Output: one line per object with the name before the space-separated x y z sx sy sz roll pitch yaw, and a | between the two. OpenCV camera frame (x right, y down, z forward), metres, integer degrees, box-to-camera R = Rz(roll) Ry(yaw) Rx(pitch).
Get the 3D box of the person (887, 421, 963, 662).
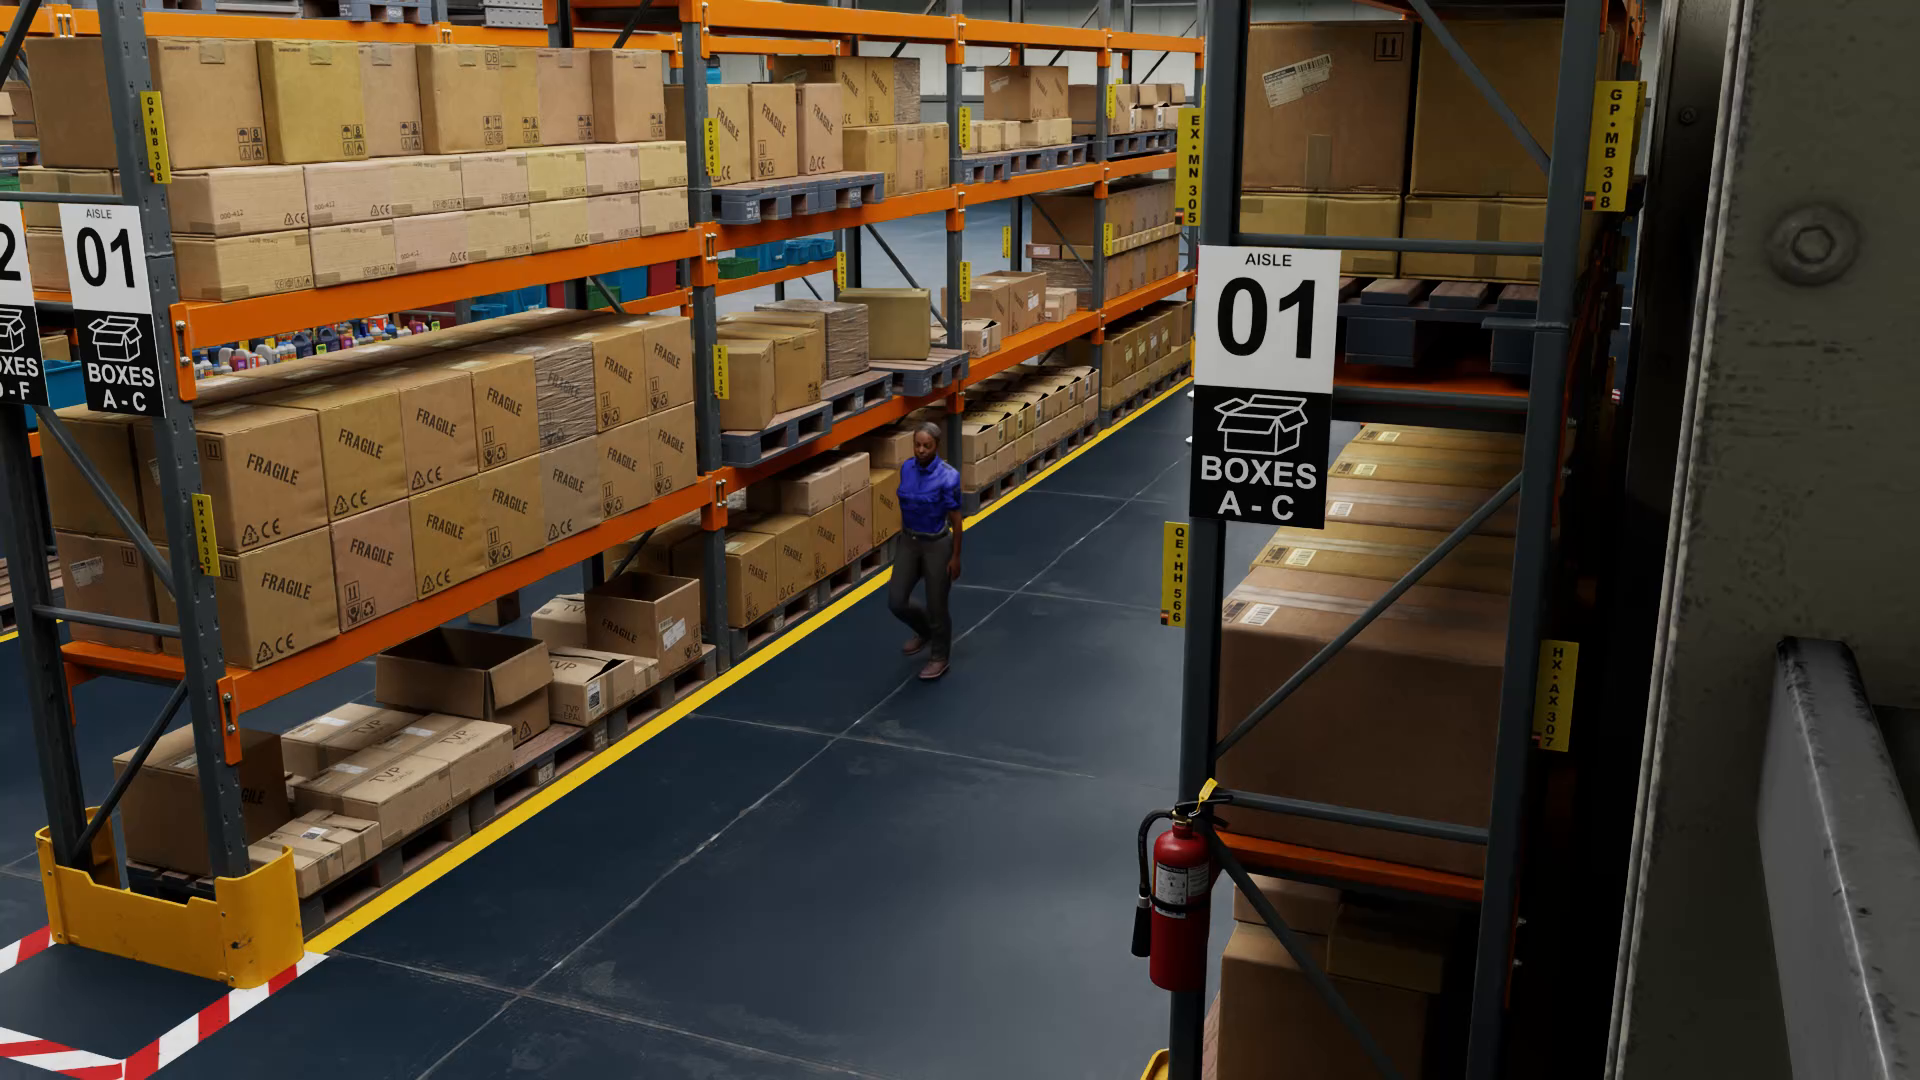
person | -0.179 0.021 10.294 0.483 1.578 0.436 9 18 30
